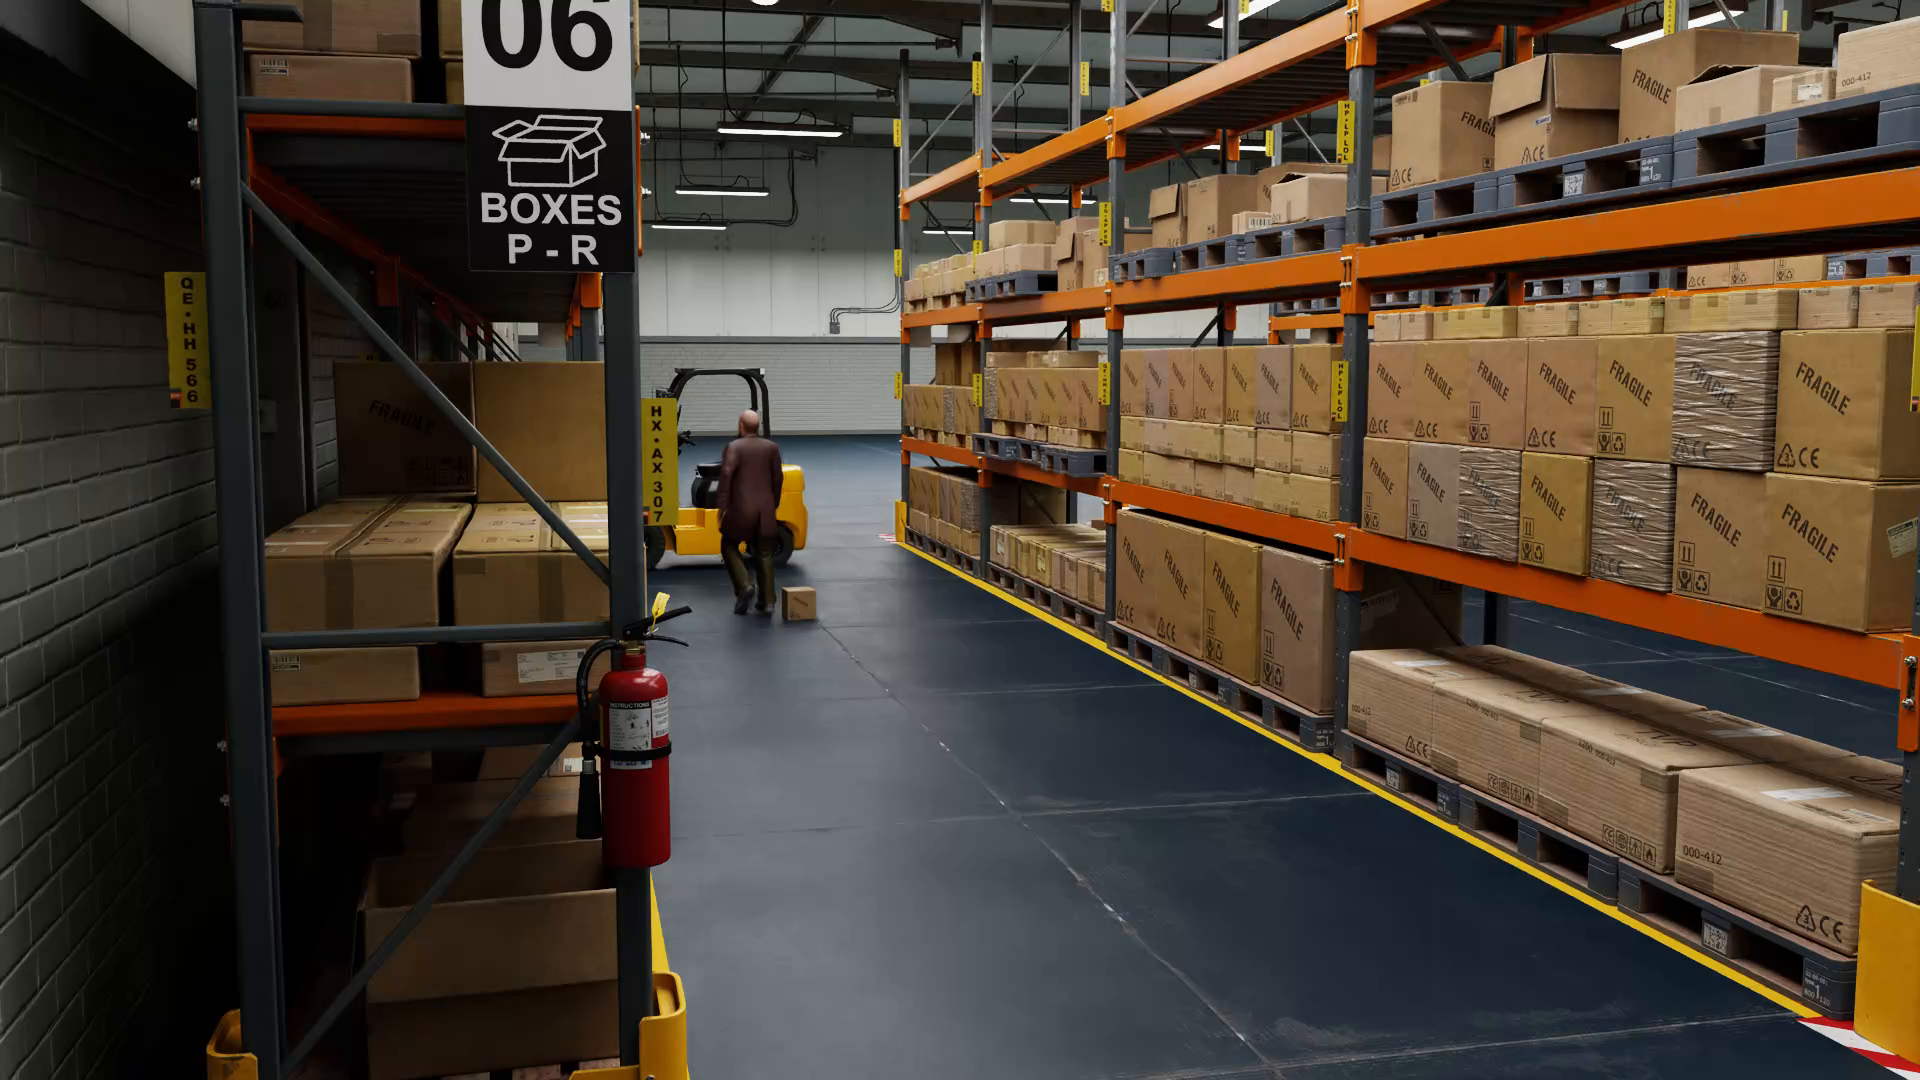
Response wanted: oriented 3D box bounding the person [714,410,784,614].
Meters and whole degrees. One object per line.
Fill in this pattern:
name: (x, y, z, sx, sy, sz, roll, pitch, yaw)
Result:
person: (-1.859, -0.229, 14.569, 0.695, 1.814, 0.543, -4, 7, -31)
